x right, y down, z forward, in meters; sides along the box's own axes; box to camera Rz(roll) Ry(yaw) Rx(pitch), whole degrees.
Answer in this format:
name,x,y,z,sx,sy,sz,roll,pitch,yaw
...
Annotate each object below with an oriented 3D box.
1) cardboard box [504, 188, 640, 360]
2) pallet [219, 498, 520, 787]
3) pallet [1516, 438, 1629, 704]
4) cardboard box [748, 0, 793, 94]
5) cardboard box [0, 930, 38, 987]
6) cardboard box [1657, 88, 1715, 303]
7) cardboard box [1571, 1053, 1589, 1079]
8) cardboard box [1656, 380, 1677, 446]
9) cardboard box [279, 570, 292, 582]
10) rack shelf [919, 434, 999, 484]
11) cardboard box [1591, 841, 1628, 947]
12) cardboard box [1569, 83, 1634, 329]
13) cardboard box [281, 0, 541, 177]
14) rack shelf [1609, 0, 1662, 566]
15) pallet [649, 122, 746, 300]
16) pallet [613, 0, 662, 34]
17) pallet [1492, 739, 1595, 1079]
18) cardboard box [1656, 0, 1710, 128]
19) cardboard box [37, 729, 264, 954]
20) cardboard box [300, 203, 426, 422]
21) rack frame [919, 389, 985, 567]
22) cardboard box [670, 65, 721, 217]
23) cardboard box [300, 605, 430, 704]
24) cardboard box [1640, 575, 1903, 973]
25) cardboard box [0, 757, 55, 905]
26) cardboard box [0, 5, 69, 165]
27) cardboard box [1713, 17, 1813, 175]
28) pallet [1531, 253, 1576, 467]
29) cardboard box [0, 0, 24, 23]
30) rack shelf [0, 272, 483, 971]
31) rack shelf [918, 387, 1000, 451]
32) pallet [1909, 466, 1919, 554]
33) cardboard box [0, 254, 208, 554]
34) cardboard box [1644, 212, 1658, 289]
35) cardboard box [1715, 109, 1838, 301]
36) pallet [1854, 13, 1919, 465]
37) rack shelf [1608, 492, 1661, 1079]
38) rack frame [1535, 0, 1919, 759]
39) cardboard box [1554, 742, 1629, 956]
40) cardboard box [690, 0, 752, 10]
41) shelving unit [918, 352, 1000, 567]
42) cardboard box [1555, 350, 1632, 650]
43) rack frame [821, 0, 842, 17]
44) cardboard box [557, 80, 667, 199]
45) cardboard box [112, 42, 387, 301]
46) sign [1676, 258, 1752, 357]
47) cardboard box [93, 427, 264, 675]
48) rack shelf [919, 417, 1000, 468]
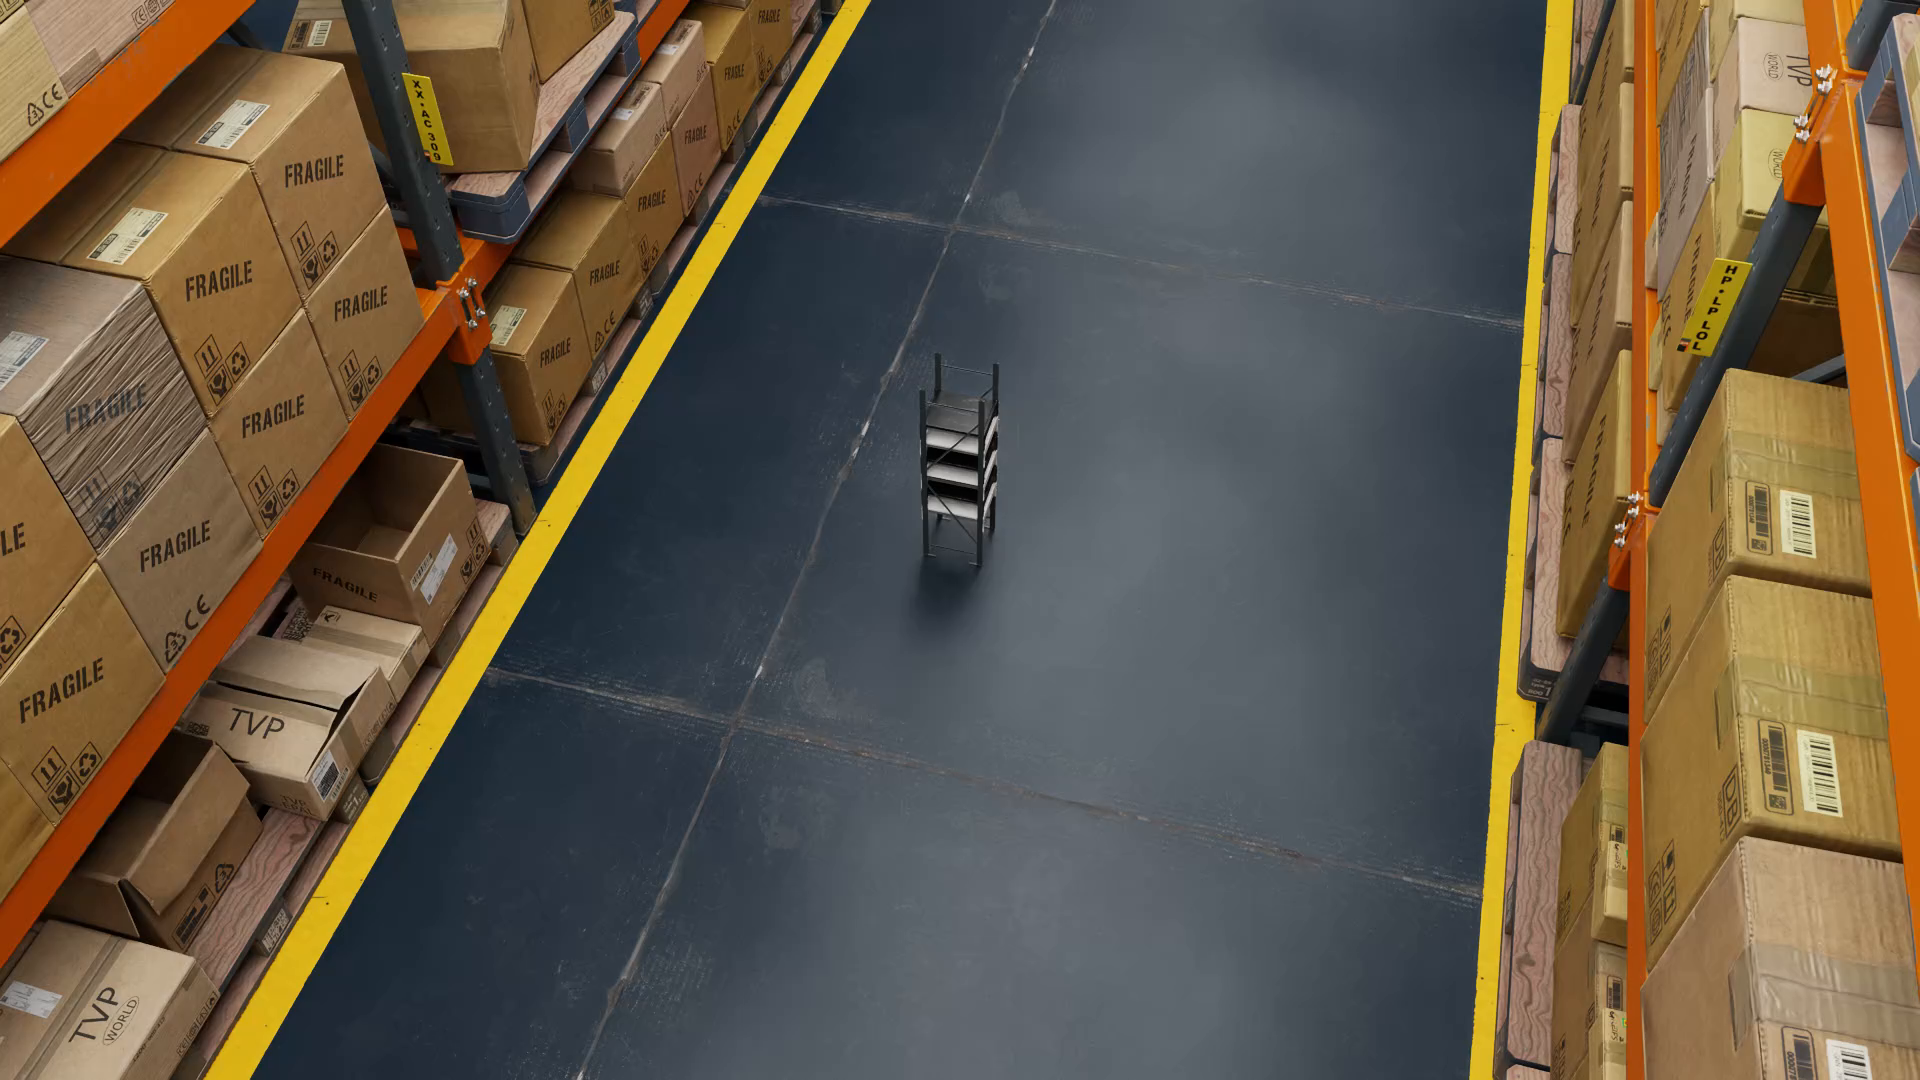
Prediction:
name,x,y,z,sx,sy,sz,roll,pitch,yaw
cardboard box,-1.720,-1.152,7.059,0.500,0.500,0.500,12,50,11
pallet,-2.393,0.276,6.285,1.003,0.211,1.213,12,50,10
pallet,2.699,0.181,6.369,1.003,0.211,1.213,12,50,10
cardboard box,-1.179,-2.633,8.366,0.500,0.500,0.500,13,50,12
cardboard box,-3.080,1.391,4.981,0.500,0.250,0.500,12,50,10
cardboard box,2.571,-1.062,5.327,0.500,0.500,0.500,12,50,10
cardboard box,2.000,1.773,4.490,0.700,0.500,0.500,13,50,11
cardboard box,2.384,-0.393,5.169,0.380,0.149,0.250,12,50,10
cardboard box,-2.531,-0.139,6.291,0.500,0.311,0.500,12,50,10
rack shelf,-0.002,-0.329,6.284,0.258,0.077,0.200,12,50,10
cardboard box,2.006,1.037,4.707,0.380,0.149,0.250,13,50,11
cardboard box,3.064,-1.352,7.015,0.750,0.750,0.750,11,50,10
cardboard box,-1.871,-1.614,5.746,0.700,0.500,0.500,-3,49,-3
rack shelf,3.095,-1.378,6.364,1.077,0.370,4.000,12,50,10
pallet,-1.715,-1.702,8.030,1.003,0.211,1.213,12,50,10
pallet,-1.666,-2.566,7.061,1.003,0.211,1.213,12,50,10
pallet,2.293,1.288,5.391,1.003,0.211,1.213,12,50,10
cardboard box,2.838,-1.786,5.966,0.500,0.500,0.500,13,50,11
cardboard box,-2.701,0.897,5.248,0.797,0.503,0.637,12,50,10
cardboard box,-2.096,-0.765,5.276,0.500,0.500,0.500,12,50,11
rack frame,-0.029,-0.218,6.261,0.240,0.900,0.006,12,50,10
cardboard box,-1.447,-1.878,7.699,0.500,0.500,0.500,10,49,9
cardboard box,-2.129,0.405,5.919,0.380,0.149,0.250,12,50,10
cardboard box,2.212,0.648,3.896,0.980,0.700,0.700,10,49,9
cardboard box,-2.628,0.711,3.974,0.500,0.500,0.500,11,50,10
cardboard box,-2.348,-0.960,3.615,0.500,0.250,0.500,12,50,10
cardboard box,2.588,-1.312,5.047,0.500,0.250,0.500,13,50,11
pallet,3.018,-0.705,7.150,1.003,0.211,1.213,12,50,10
cardboard box,-2.346,-1.125,3.427,0.500,0.250,0.500,12,50,10
rack shelf,-2.738,0.541,4.671,1.077,0.370,4.000,12,50,10
rack shelf,-0.002,-0.449,6.149,0.258,0.077,0.200,12,50,10
pallet,2.020,0.337,2.429,1.003,0.211,1.213,12,50,10
cardboard box,-2.360,-0.355,4.248,0.500,0.500,0.500,12,50,10
cardboard box,2.552,-0.961,5.671,0.380,0.149,0.250,12,50,10
cardboard box,2.444,-0.944,4.722,0.500,0.250,0.500,13,50,11
pallet,2.343,-0.542,3.206,1.003,0.211,1.213,12,50,10
rack shelf,2.042,1.516,3.810,1.077,0.370,4.000,12,50,10
rack frame,2.568,-0.169,4.817,1.000,3.000,0.127,12,50,10
cardboard box,2.273,1.040,5.138,0.700,0.500,0.500,12,50,11
cardboard box,-1.189,-2.839,8.048,0.500,0.250,0.500,13,50,11
shelving unit,-0.002,-0.292,6.326,0.258,0.900,0.210,12,50,10
cardboard box,2.614,-0.092,5.903,0.750,0.750,0.750,12,50,10
rack frame,-1.159,-4.037,8.231,1.000,3.000,0.127,12,50,10
cardboard box,-1.586,-1.736,7.074,0.500,0.250,0.500,12,50,10
cardboard box,-2.095,-1.091,4.897,0.500,0.500,0.500,12,50,10
sign,2.042,-0.626,4.501,0.100,0.325,0.005,12,50,10
cardboard box,-2.363,-0.020,4.619,0.500,0.500,0.500,13,50,11
rack shelf,-0.002,-0.389,6.216,0.258,0.077,0.200,12,50,10
